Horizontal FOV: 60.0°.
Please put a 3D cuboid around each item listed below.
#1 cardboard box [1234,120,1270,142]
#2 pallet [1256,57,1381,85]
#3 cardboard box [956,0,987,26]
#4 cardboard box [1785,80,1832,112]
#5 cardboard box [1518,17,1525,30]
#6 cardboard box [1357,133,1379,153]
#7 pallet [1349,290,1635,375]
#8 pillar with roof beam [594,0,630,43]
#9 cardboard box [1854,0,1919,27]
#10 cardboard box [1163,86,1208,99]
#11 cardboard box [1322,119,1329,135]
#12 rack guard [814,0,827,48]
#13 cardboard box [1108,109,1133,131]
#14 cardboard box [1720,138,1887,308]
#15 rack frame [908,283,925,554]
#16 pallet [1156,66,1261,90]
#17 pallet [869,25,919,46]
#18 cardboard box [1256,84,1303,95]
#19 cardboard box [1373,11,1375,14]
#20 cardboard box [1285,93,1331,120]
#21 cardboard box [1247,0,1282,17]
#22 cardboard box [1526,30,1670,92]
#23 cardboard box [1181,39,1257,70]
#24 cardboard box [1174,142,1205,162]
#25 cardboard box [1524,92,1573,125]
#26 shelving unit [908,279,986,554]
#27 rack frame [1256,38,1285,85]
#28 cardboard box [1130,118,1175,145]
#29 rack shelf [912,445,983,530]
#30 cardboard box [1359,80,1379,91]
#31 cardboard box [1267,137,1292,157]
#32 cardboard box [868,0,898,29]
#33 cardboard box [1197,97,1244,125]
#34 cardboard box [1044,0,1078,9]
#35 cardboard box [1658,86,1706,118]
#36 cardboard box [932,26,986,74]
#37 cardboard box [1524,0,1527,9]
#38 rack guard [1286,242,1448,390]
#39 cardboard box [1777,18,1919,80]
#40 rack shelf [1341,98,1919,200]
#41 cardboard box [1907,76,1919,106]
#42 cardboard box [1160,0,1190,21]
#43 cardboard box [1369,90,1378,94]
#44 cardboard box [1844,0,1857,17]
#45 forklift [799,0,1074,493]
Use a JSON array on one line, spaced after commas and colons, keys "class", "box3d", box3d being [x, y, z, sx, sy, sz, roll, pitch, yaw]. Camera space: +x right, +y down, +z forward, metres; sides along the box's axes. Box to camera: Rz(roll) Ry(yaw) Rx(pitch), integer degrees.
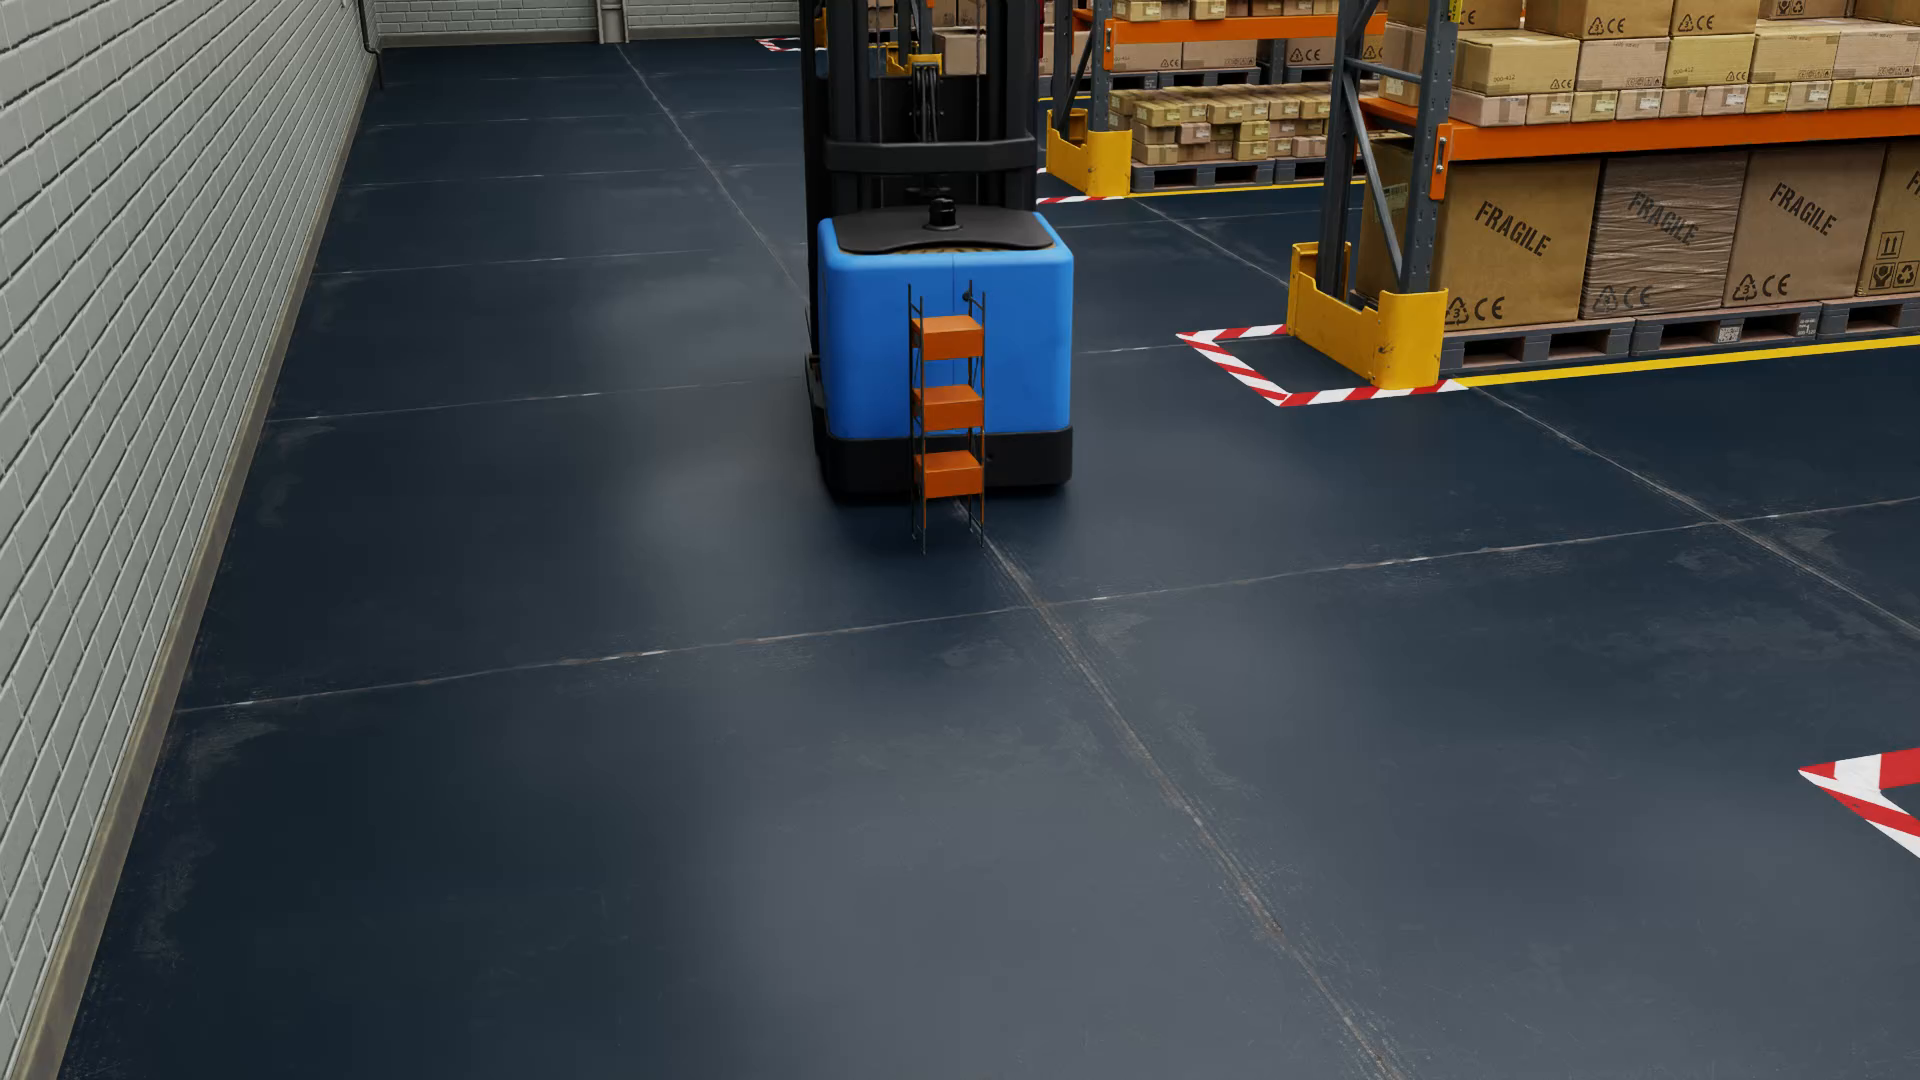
[{"class": "cardboard box", "box3d": [2.296, -3.310, 13.365, 0.250, 0.149, 0.380, -6, 24, -13]}, {"class": "pallet", "box3d": [4.095, -5.402, 19.073, 1.213, 0.211, 1.003, -6, 24, -14]}, {"class": "cardboard box", "box3d": [0.161, -7.199, 22.361, 0.500, 0.500, 0.500, -6, 24, -13]}, {"class": "cardboard box", "box3d": [4.362, -2.375, 8.799, 0.250, 0.149, 0.380, -6, 24, -14]}, {"class": "cardboard box", "box3d": [3.082, -2.658, 8.955, 0.500, 0.250, 0.500, -7, 24, -15]}, {"class": "cardboard box", "box3d": [3.256, -3.304, 13.728, 0.250, 0.149, 0.380, -6, 24, -13]}, {"class": "pallet", "box3d": [2.947, -1.218, 9.321, 1.213, 0.211, 1.003, -6, 24, -14]}, {"class": "pillar with roof beam", "box3d": [-3.500, -9.209, 16.799, 0.400, 9.000, 9.100, -6, 24, -14]}, {"class": "cardboard box", "box3d": [5.196, -3.021, 8.848, 0.500, 0.500, 0.500, -6, 24, -14]}, {"class": "cardboard box", "box3d": [1.869, -3.668, 13.823, 0.250, 0.149, 0.380, -7, 24, -16]}, {"class": "cardboard box", "box3d": [3.039, -3.444, 13.678, 0.250, 0.149, 0.380, -5, 24, -12]}, {"class": "rack guard", "box3d": [-1.750, -6.890, 22.175, 0.348, 0.500, 1.175, -6, 24, -14]}, {"class": "cardboard box", "box3d": [1.387, -3.463, 13.721, 0.250, 0.149, 0.380, -7, 24, -16]}, {"class": "cardboard box", "box3d": [4.526, -1.891, 9.516, 0.875, 0.875, 0.875, -6, 24, -14]}, {"class": "rack frame", "box3d": [-0.169, -0.464, 6.499, 0.008, 1.050, 0.200, -6, 24, -14]}, {"class": "pallet", "box3d": [2.619, -5.240, 18.695, 1.213, 0.211, 1.003, -6, 24, -14]}, {"class": "pallet", "box3d": [-0.983, -6.843, 22.430, 1.213, 0.211, 1.003, -6, 24, -14]}, {"class": "cardboard box", "box3d": [2.663, -3.707, 13.914, 0.250, 0.149, 0.380, -7, 24, -16]}, {"class": "cardboard box", "box3d": [3.109, -4.276, 13.230, 0.250, 0.149, 0.380, -6, 24, -13]}, {"class": "cardboard box", "box3d": [2.814, -3.509, 13.453, 0.250, 0.149, 0.380, -6, 24, -14]}, {"class": "cardboard box", "box3d": [2.344, -4.223, 13.107, 0.250, 0.149, 0.380, -7, 24, -15]}, {"class": "cardboard box", "box3d": [3.232, -2.459, 8.489, 0.500, 0.250, 0.500, -7, 24, -15]}, {"class": "cardboard box", "box3d": [2.739, -5.562, 18.626, 0.875, 0.438, 0.875, -7, 24, -15]}, {"class": "cardboard box", "box3d": [1.776, -3.155, 13.381, 0.250, 0.149, 0.380, -6, 24, -15]}, {"class": "cardboard box", "box3d": [2.876, -2.210, 8.414, 0.250, 0.149, 0.380, -7, 24, -15]}, {"class": "shelving unit", "box3d": [-0.052, -0.477, 6.530, 0.252, 1.050, 0.215, -6, 24, -14]}, {"class": "rack frame", "box3d": [3.372, -6.573, 18.265, 0.127, 3.000, 1.000, -6, 24, -14]}, {"class": "cardboard box", "box3d": [1.529, -3.256, 13.241, 0.250, 0.149, 0.380, -5, 24, -12]}, {"class": "rack shelf", "box3d": [-0.052, -0.212, 6.643, 0.240, 0.259, 0.215, -6, 24, -14]}, {"class": "cardboard box", "box3d": [3.396, -3.818, 14.172, 0.250, 0.149, 0.380, -6, 24, -13]}, {"class": "cardboard box", "box3d": [2.509, -3.233, 13.562, 0.250, 0.149, 0.380, -6, 24, -14]}, {"class": "cardboard box", "box3d": [-1.209, -7.106, 22.140, 0.637, 0.503, 0.797, -7, 24, -16]}, {"class": "cardboard box", "box3d": [2.062, -3.415, 13.233, 0.250, 0.149, 0.380, -6, 24, -15]}, {"class": "cardboard box", "box3d": [1.328, -7.434, 23.148, 0.500, 0.311, 0.500, -5, 24, -12]}, {"class": "cardboard box", "box3d": [3.618, -2.292, 8.606, 0.250, 0.149, 0.380, -7, 24, -15]}, {"class": "cardboard box", "box3d": [0.130, -5.271, 17.947, 0.875, 0.438, 0.875, -7, 24, -16]}, {"class": "cardboard box", "box3d": [4.595, -4.470, 13.681, 0.250, 0.149, 0.380, -7, 24, -15]}, {"class": "rack guard", "box3d": [2.175, -1.233, 8.990, 0.348, 0.500, 1.175, -6, 24, -14]}, {"class": "cardboard box", "box3d": [4.706, -2.621, 8.868, 0.500, 0.250, 0.500, -6, 24, -13]}, {"class": "rack shelf", "box3d": [4.124, -2.267, 9.142, 4.000, 0.370, 1.077, -6, 24, -14]}, {"class": "cardboard box", "box3d": [5.102, -2.456, 8.989, 0.250, 0.149, 0.380, -6, 24, -13]}, {"class": "cardboard box", "box3d": [1.590, -4.116, 12.857, 0.250, 0.149, 0.380, -5, 24, -12]}, {"class": "cardboard box", "box3d": [3.555, -3.591, 13.642, 0.250, 0.149, 0.380, -8, 24, -17]}, {"class": "cardboard box", "box3d": [5.043, -3.220, 9.311, 0.500, 0.500, 0.500, -6, 24, -14]}, {"class": "forklift", "box3d": [-0.213, -2.090, 7.905, 1.130, 2.935, 3.031, -3, 23, -7]}]
